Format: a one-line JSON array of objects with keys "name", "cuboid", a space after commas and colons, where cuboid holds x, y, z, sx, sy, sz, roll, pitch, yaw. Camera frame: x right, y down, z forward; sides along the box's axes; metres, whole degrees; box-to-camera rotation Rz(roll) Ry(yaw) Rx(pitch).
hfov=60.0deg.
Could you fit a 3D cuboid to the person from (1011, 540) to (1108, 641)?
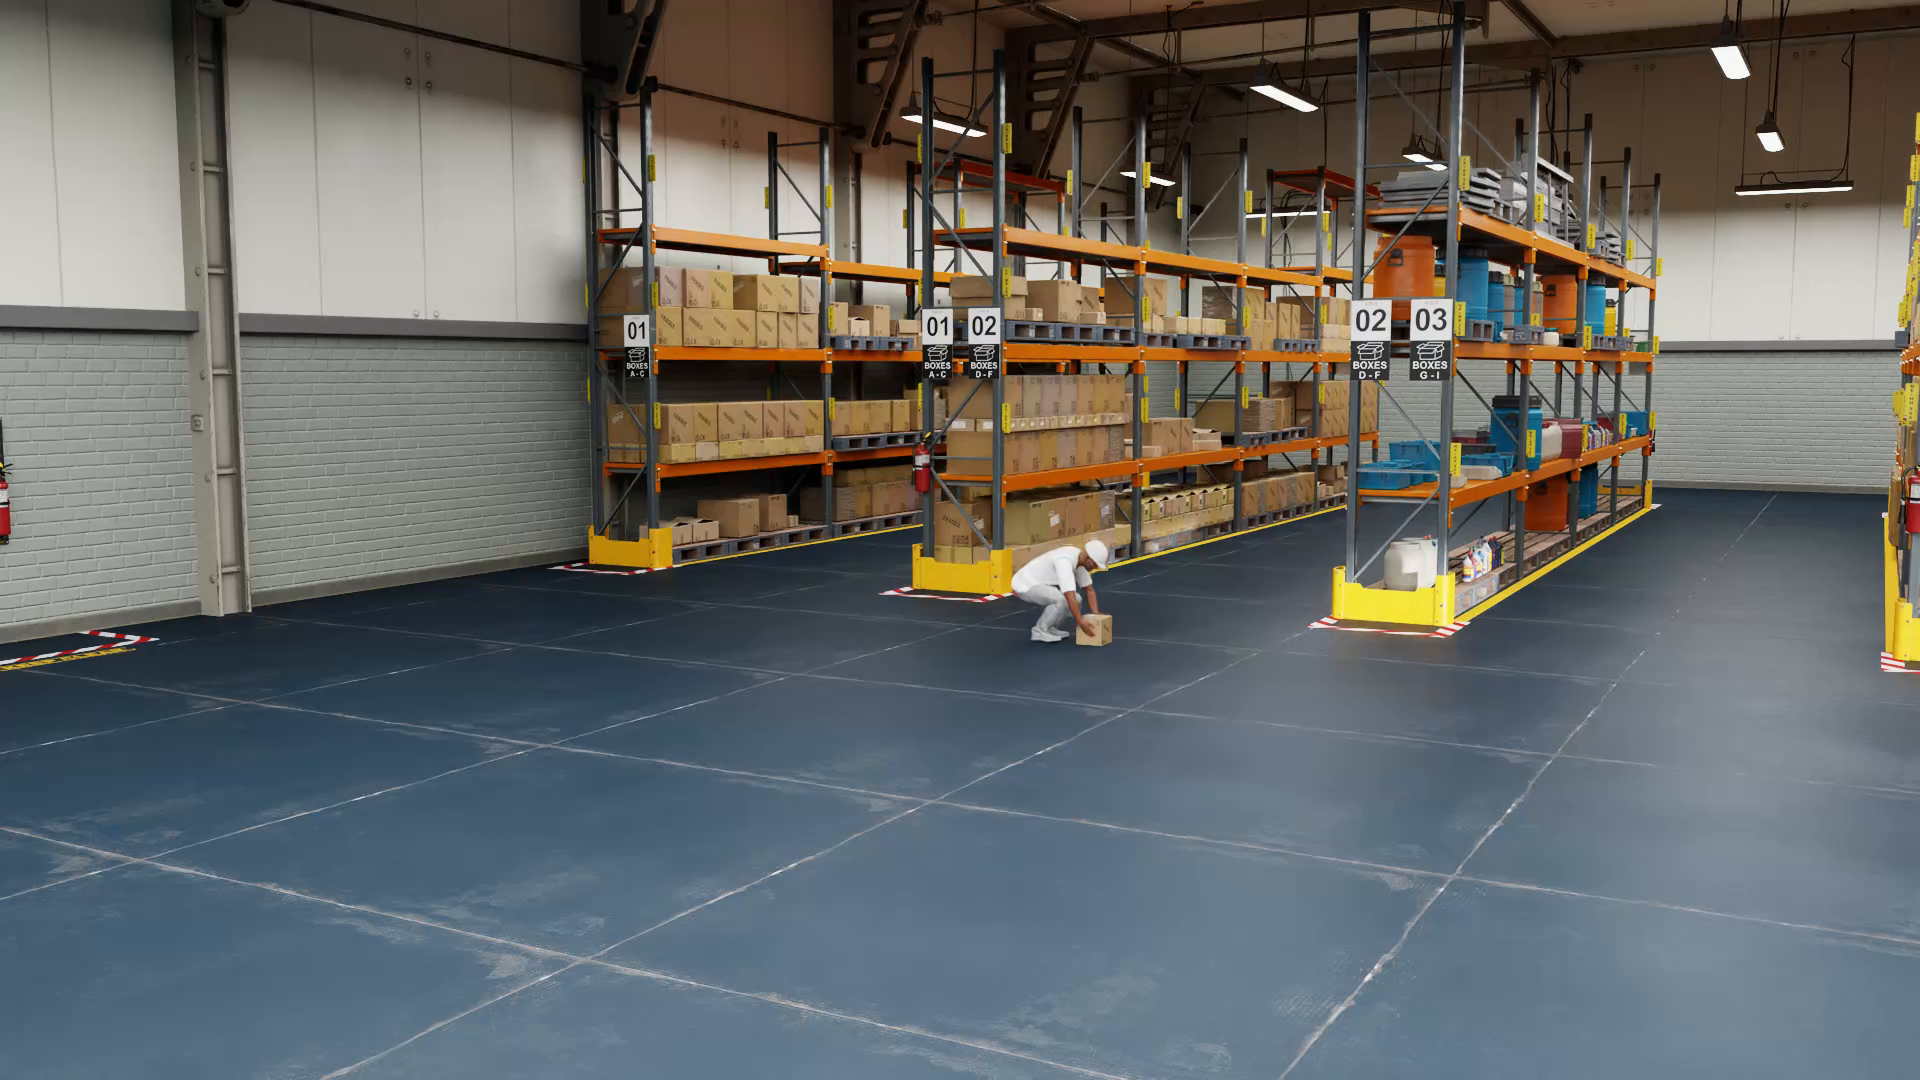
[{"name": "person", "cuboid": [0.948, 0.462, 15.520, 0.898, 0.957, 0.576, 3, 7, 28]}]
